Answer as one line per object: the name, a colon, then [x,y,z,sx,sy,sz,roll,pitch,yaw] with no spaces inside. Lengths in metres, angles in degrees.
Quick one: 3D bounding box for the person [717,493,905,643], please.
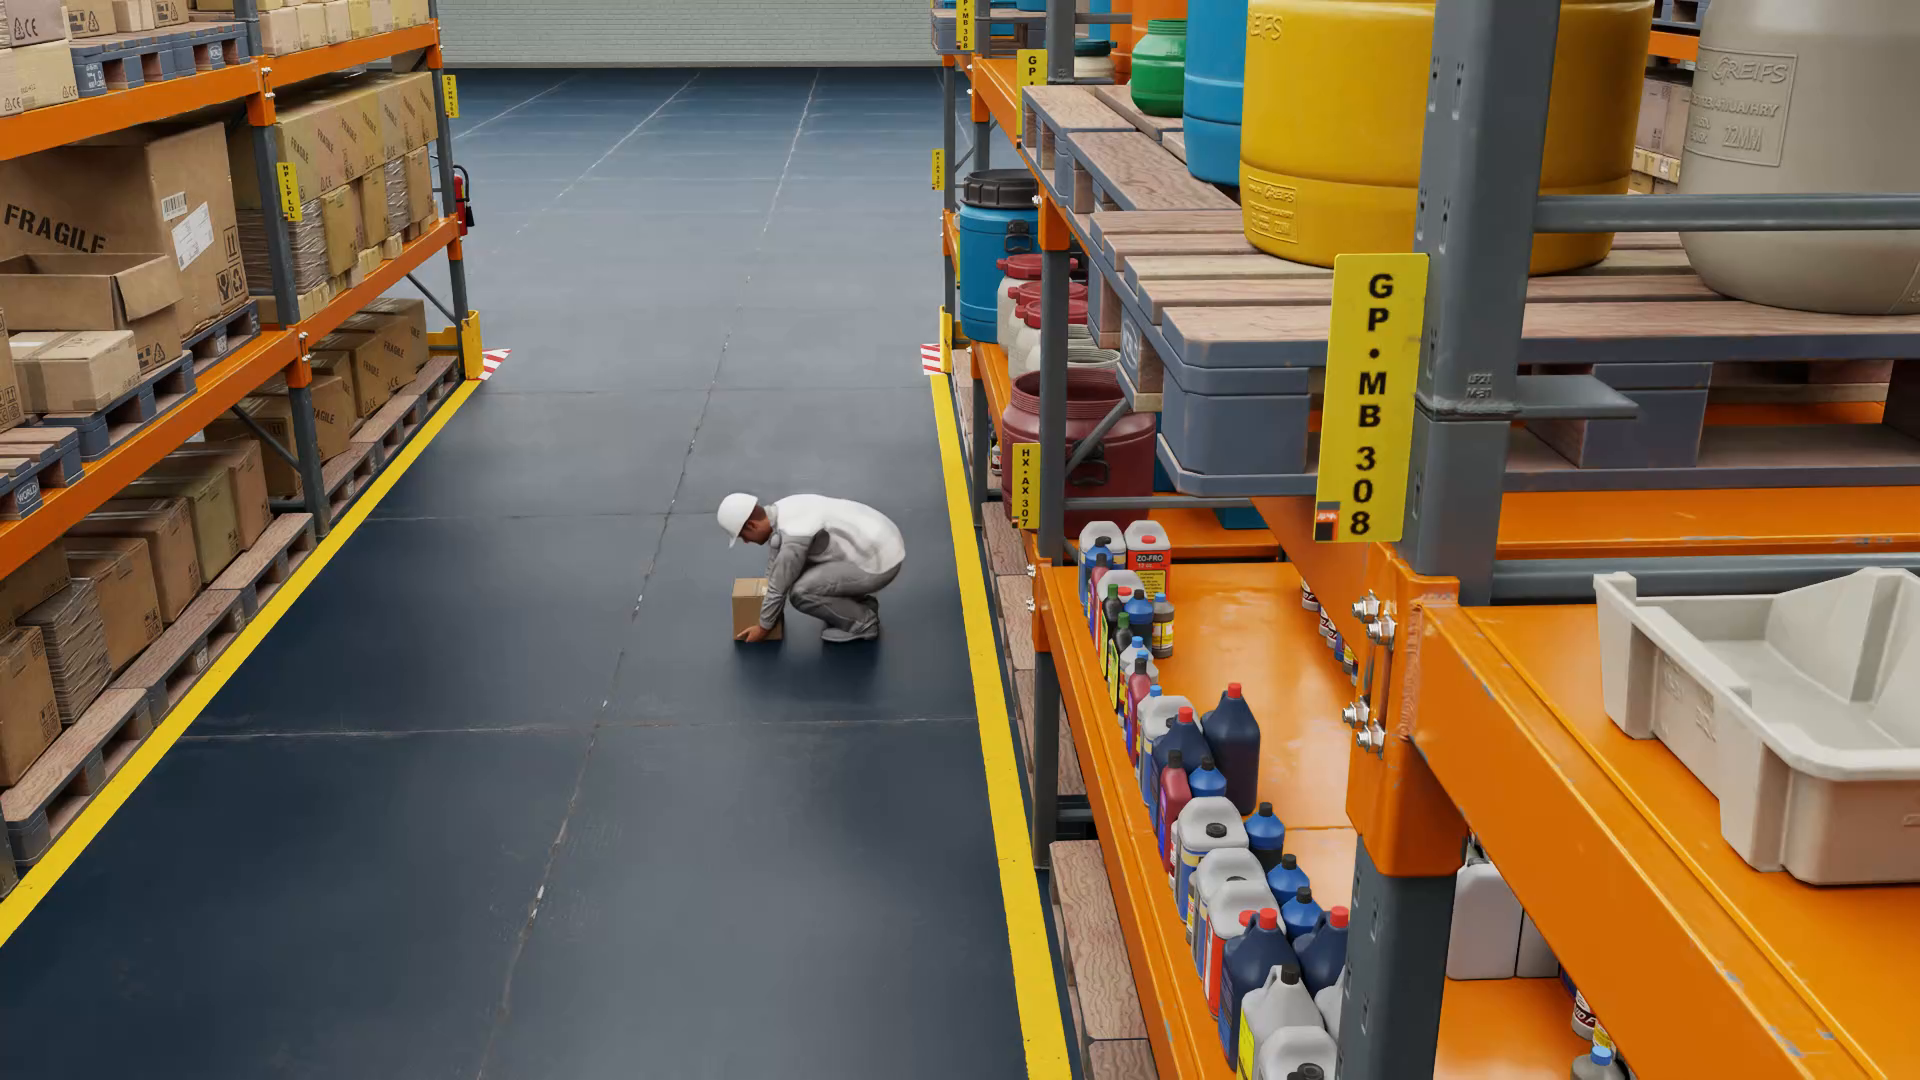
person: [-0.766,0.151,8.686,0.958,0.868,0.525,-1,20,-4]
